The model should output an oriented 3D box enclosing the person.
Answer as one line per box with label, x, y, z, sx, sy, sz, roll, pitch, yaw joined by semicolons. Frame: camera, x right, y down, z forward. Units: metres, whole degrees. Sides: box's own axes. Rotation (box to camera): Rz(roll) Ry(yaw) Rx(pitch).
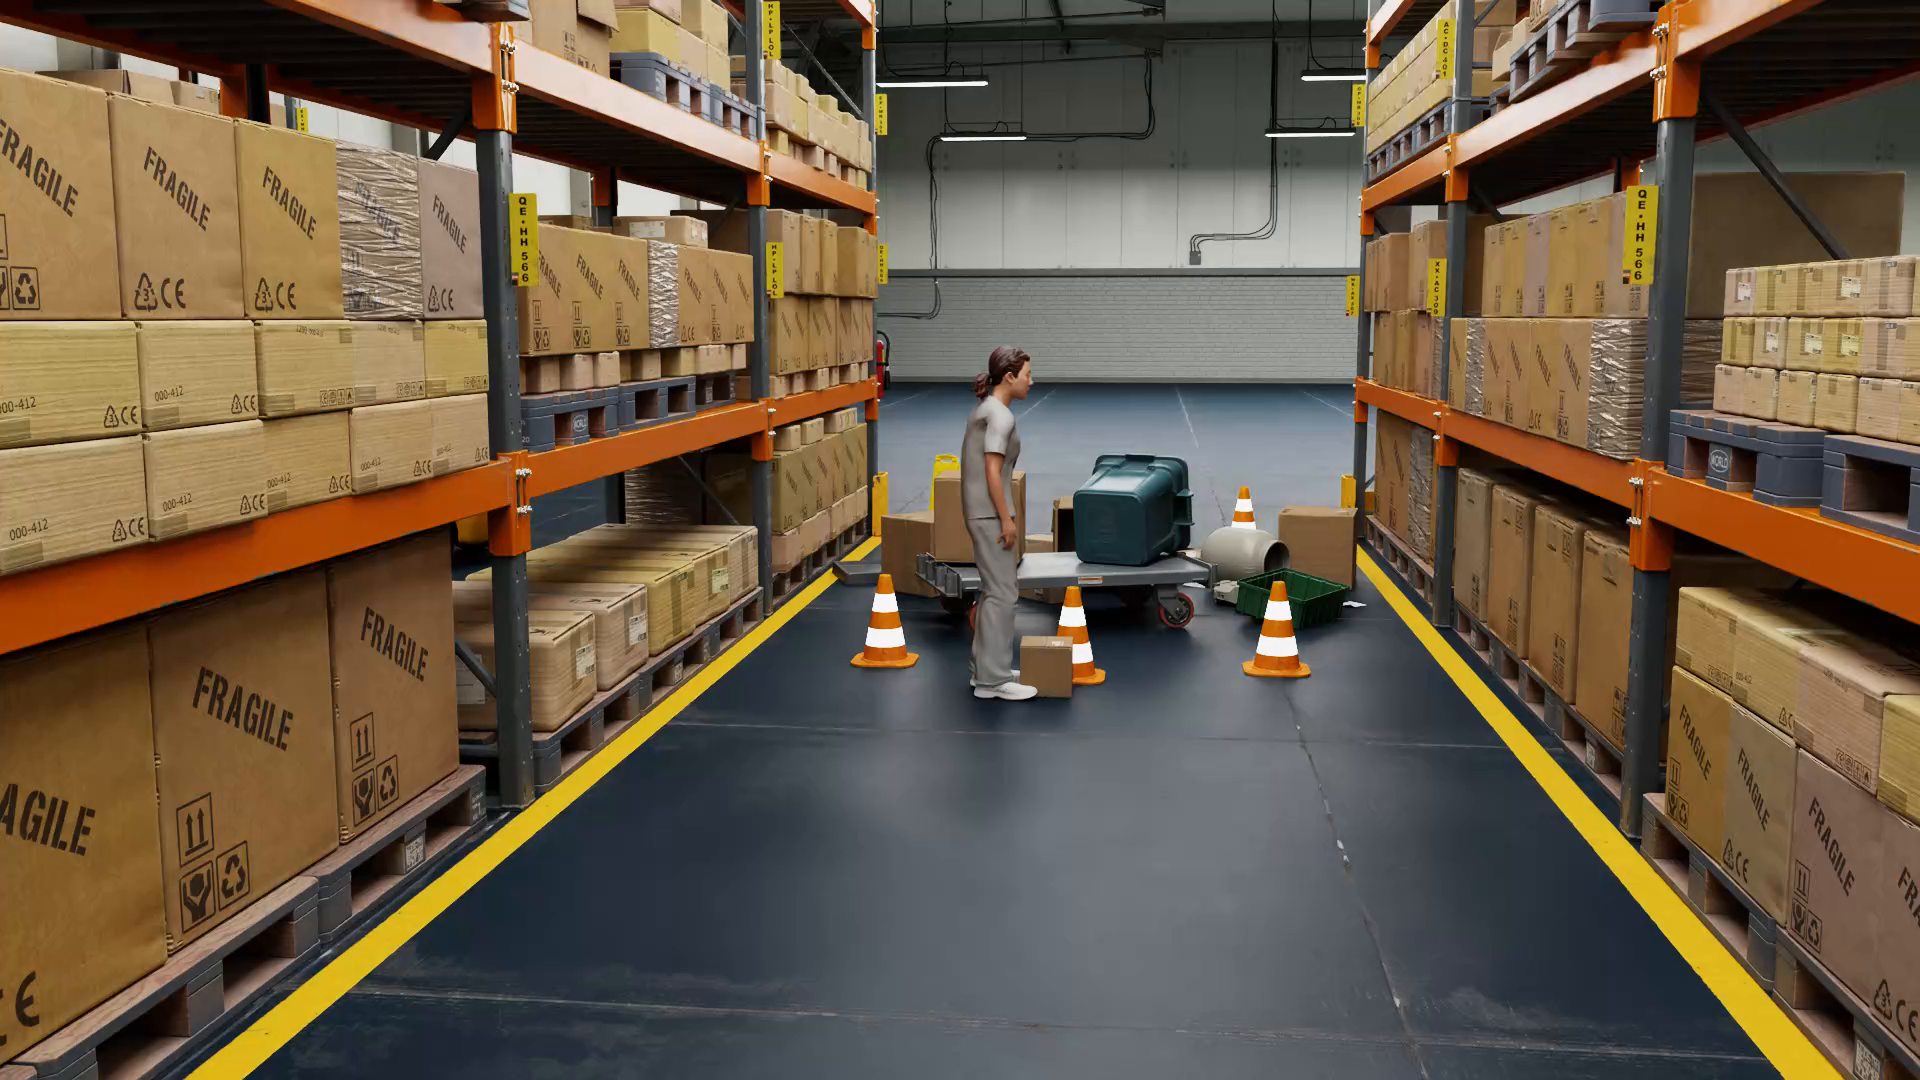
person;0.182;-0.095;8.008;0.353;1.673;0.491;0;8;-3
